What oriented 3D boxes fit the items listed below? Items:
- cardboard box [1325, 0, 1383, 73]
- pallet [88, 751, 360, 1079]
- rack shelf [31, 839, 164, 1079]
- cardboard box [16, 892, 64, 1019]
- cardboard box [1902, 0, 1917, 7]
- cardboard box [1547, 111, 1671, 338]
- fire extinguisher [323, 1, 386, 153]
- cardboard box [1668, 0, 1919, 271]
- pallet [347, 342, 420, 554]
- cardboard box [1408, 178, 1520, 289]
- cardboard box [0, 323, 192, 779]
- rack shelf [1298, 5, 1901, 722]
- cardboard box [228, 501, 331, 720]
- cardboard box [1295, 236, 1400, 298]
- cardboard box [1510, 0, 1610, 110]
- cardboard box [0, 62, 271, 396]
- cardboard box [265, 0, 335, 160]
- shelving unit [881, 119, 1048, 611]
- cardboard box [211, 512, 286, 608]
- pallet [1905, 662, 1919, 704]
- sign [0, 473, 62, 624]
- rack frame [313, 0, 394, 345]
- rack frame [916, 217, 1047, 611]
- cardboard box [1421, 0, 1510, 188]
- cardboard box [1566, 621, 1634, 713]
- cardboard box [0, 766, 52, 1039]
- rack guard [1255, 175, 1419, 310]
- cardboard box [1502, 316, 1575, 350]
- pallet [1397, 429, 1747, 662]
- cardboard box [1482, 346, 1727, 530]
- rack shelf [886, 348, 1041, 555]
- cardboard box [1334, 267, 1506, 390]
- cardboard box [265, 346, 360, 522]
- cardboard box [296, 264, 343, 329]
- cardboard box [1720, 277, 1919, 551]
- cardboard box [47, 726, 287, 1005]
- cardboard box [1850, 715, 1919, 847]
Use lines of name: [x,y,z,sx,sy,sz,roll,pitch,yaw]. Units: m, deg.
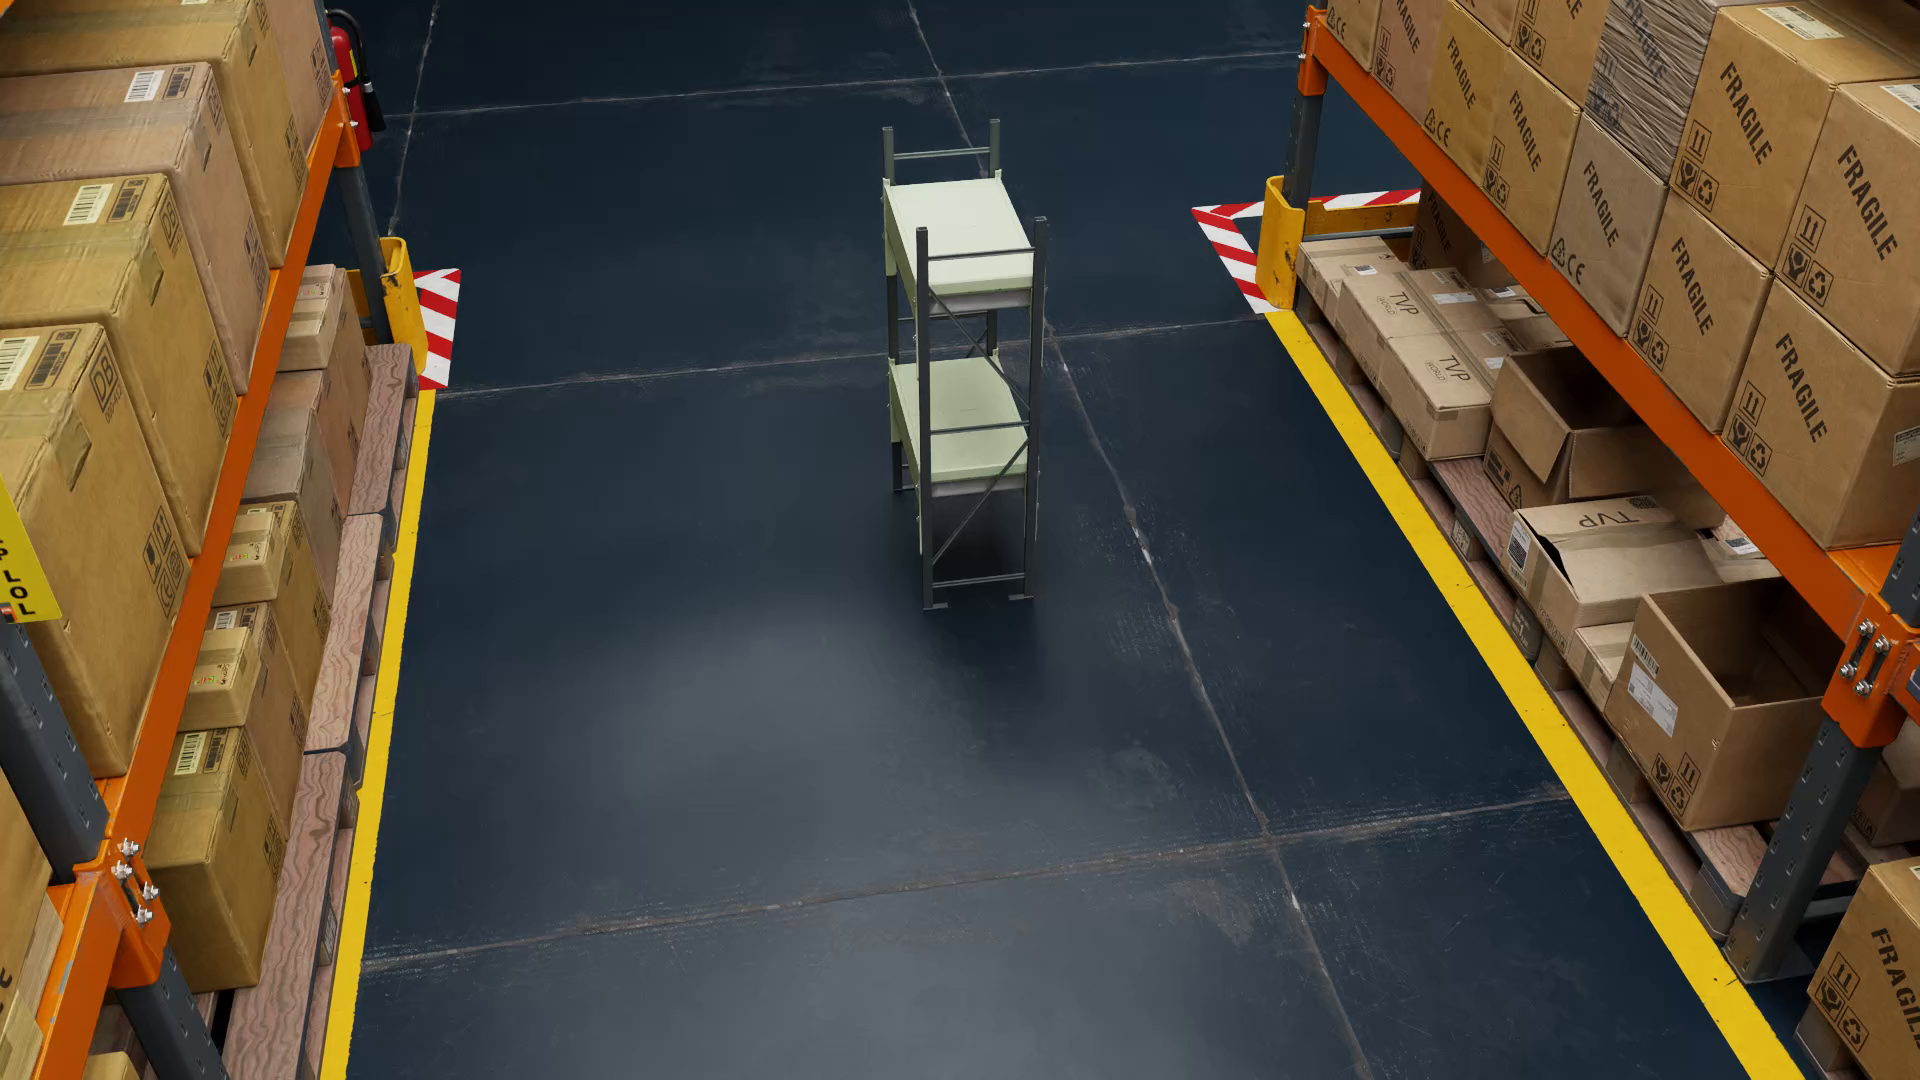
cardboard box: [1.787,-2.187,6.538,0.500,0.500,0.500,-5,38,-7]
pallet: [-2.263,1.141,4.610,1.003,0.211,1.213,-6,38,-8]
rack shelf: [-1.856,1.999,1.818,1.077,0.370,4.000,-6,38,-8]
cardboard box: [-1.868,0.772,2.999,0.380,0.149,0.250,-6,38,-8]
cardboard box: [2.684,-1.399,4.709,0.500,0.500,0.500,-7,38,-9]
cardboard box: [2.146,-0.963,4.963,0.500,0.500,0.500,-5,38,-7]
fire extinguisher: [-2.480,-1.872,6.581,0.296,0.674,0.183,-6,38,-8]
cardboard box: [2.234,-1.049,4.259,0.500,0.500,0.500,-7,38,-9]
pallet: [-2.691,-0.333,6.507,1.003,0.211,1.213,-6,38,-8]
cardboard box: [2.306,-1.328,7.194,0.500,0.500,0.500,-6,38,-8]
cardboard box: [-2.286,0.059,3.484,0.980,0.700,0.700,-6,38,-7]
rack shelf: [2.319,-0.952,5.616,1.077,0.370,4.000,-6,38,-8]
cardboard box: [-2.409,0.252,5.176,0.700,0.500,0.500,-5,38,-7]
cardboard box: [1.704,-1.202,7.317,0.380,0.149,0.250,-6,38,-8]
cardboard box: [2.059,-1.657,5.042,0.500,0.500,0.500,-7,38,-8]
cardboard box: [-2.545,-0.820,4.617,0.980,0.700,0.700,-8,39,-10]
cardboard box: [-2.808,-1.720,5.775,0.980,0.700,0.700,-5,38,-6]
shelving unit: [0.001,-0.588,5.785,0.431,1.500,0.755,-6,38,-8]
cardboard box: [-2.209,0.068,4.884,0.380,0.149,0.250,-7,38,-9]
pallet: [2.702,0.542,3.263,1.003,0.211,1.213,-6,38,-8]
sign: [-1.674,0.017,2.904,0.100,0.325,0.005,-6,38,-8]
rack frame: [-2.908,-1.909,6.262,1.000,3.000,0.127,-6,38,-8]
rack frame: [0.065,-0.367,5.500,0.400,1.500,0.023,-6,38,-8]
cardboard box: [1.968,-1.572,5.747,0.500,0.500,0.500,-6,38,-8]
cardboard box: [2.166,0.391,5.267,0.380,0.149,0.250,-6,38,-8]
cardboard box: [-1.877,0.594,2.700,0.500,0.500,0.500,-7,38,-9]
rack guard: [1.982,-1.411,7.658,1.175,0.500,0.348,-6,38,-8]
cardboard box: [2.443,-0.653,6.528,0.500,0.250,0.500,-6,38,-8]
pallet: [2.333,-0.080,6.181,1.003,0.211,1.213,-6,38,-8]
cardboard box: [2.335,-0.350,5.932,0.797,0.503,0.637,-6,38,-8]
rack shelf: [0.001,-0.331,5.985,0.431,0.370,0.720,-6,38,-8]
cardboard box: [1.872,-0.871,6.808,0.500,0.250,0.500,-6,38,-8]
cardboard box: [-2.599,-0.373,5.981,0.700,0.500,0.500,-6,38,-8]
cardboard box: [-2.485,-0.874,6.096,0.380,0.149,0.250,-7,38,-8]
cardboard box: [2.330,-0.342,4.163,0.500,0.500,0.500,-6,38,-7]
cardboard box: [-2.237,0.866,4.386,0.700,0.500,0.500,-6,38,-7]
cardboard box: [2.809,0.584,4.887,0.500,0.311,0.500,-6,38,-8]
